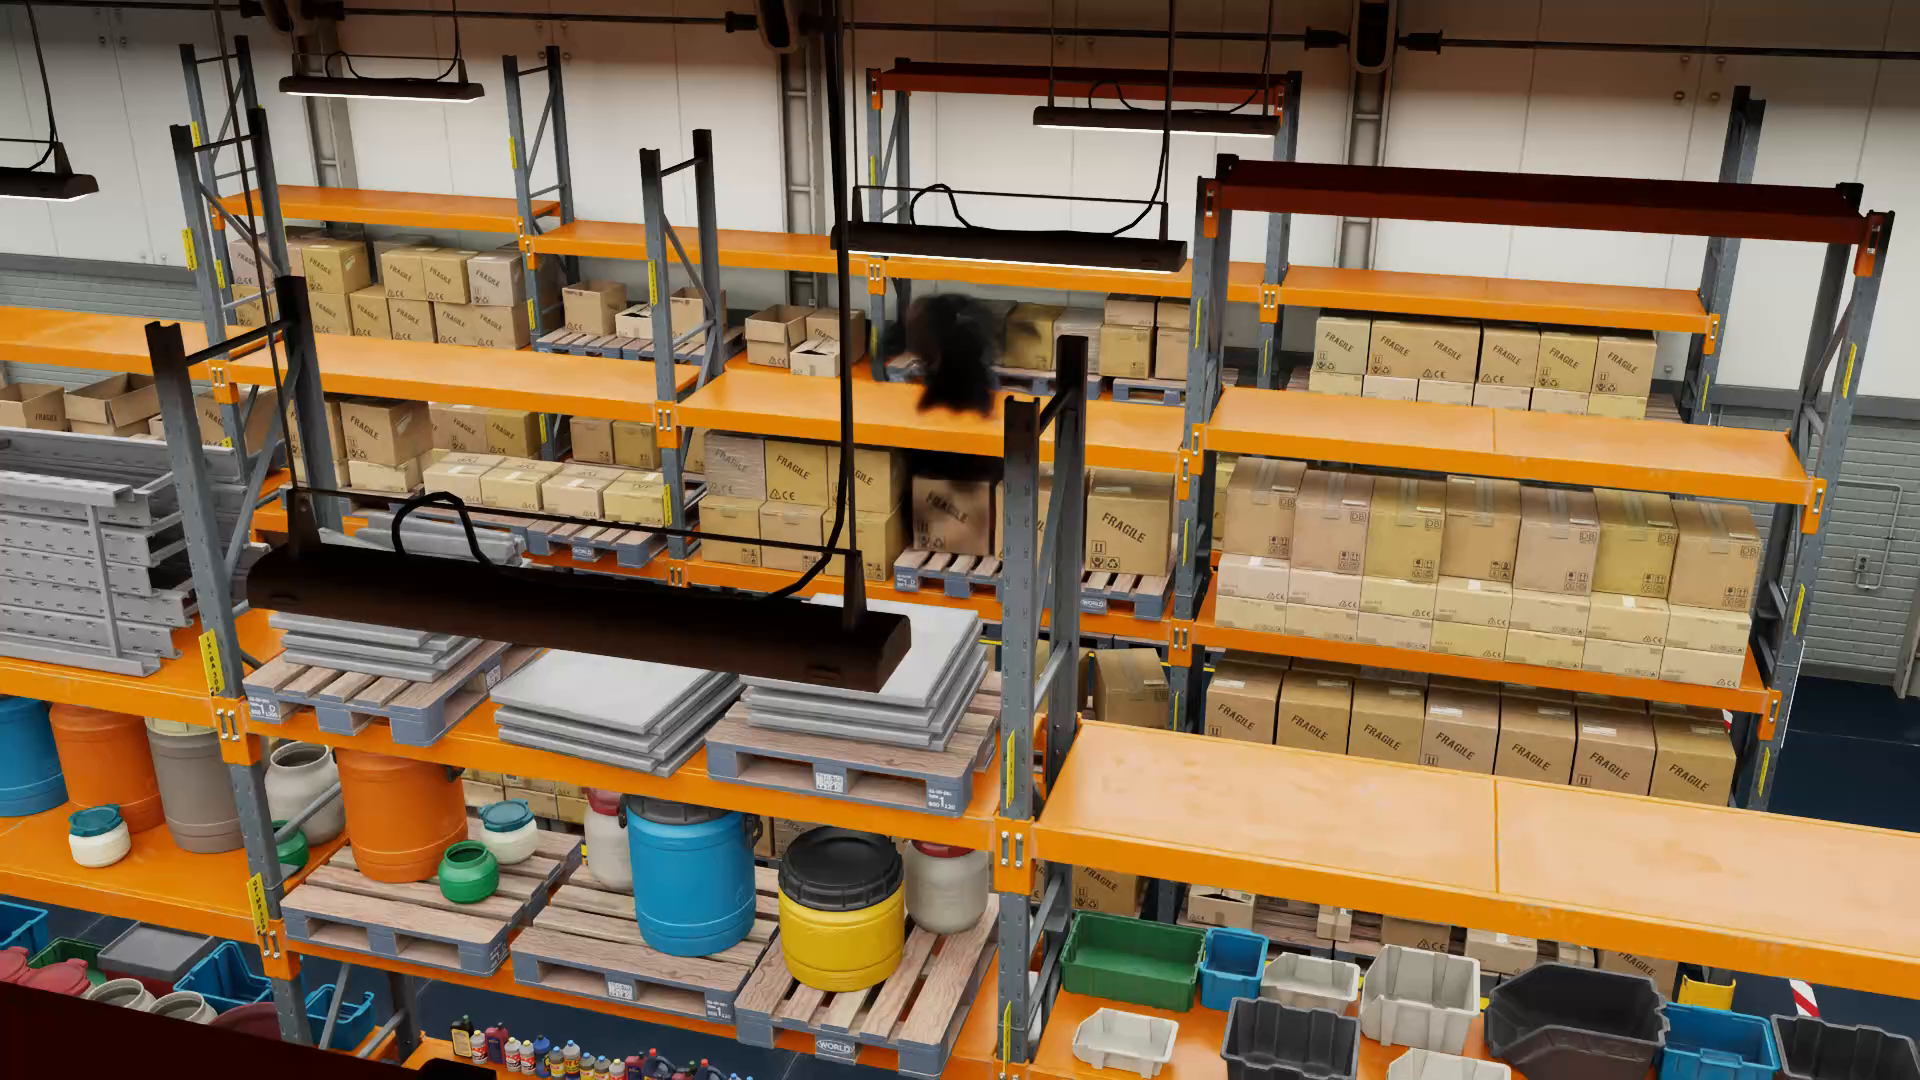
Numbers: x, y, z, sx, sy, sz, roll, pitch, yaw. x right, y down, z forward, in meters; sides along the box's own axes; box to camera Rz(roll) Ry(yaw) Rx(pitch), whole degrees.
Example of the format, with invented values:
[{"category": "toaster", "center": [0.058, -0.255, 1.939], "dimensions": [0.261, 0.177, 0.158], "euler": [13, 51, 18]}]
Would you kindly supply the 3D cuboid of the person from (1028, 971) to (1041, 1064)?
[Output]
[{"category": "person", "center": [0.423, 3.158, 10.905], "dimensions": [0.738, 1.715, 0.629], "euler": [13, 26, 28]}]
